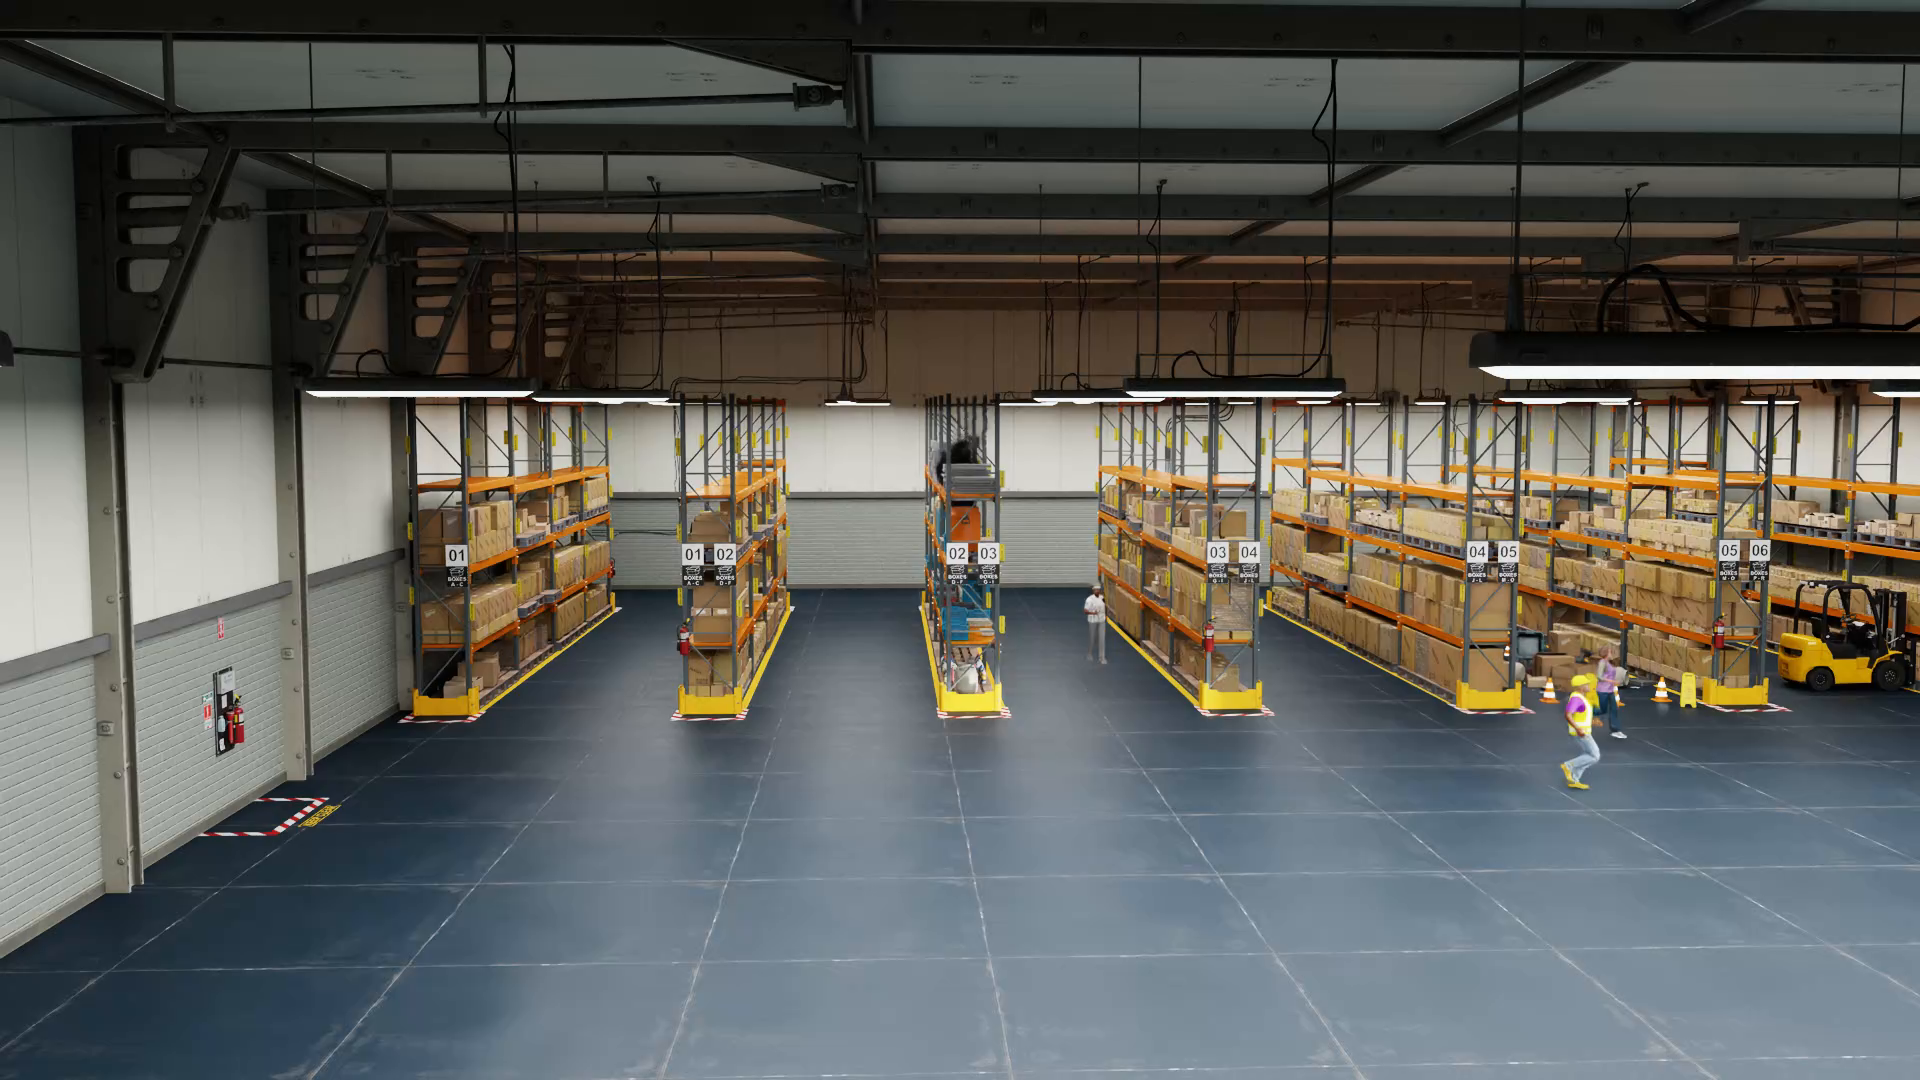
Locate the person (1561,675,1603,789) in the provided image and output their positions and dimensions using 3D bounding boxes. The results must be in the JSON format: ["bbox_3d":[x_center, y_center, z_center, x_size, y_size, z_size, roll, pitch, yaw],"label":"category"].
[{"bbox_3d":[9.364,2.889,25.023,0.580,1.721,0.699,2,5,21],"label":"person"}]

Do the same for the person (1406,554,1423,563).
[{"bbox_3d":[13.405,0.953,49.397,0.713,1.810,0.668,0,5,6],"label":"person"}]

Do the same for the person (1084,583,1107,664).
[{"bbox_3d":[2.918,1.773,35.501,0.579,1.729,0.853,-1,5,-18],"label":"person"}]

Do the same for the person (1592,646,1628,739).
[{"bbox_3d":[11.198,2.636,28.928,0.860,1.587,0.537,4,6,39],"label":"person"}]
